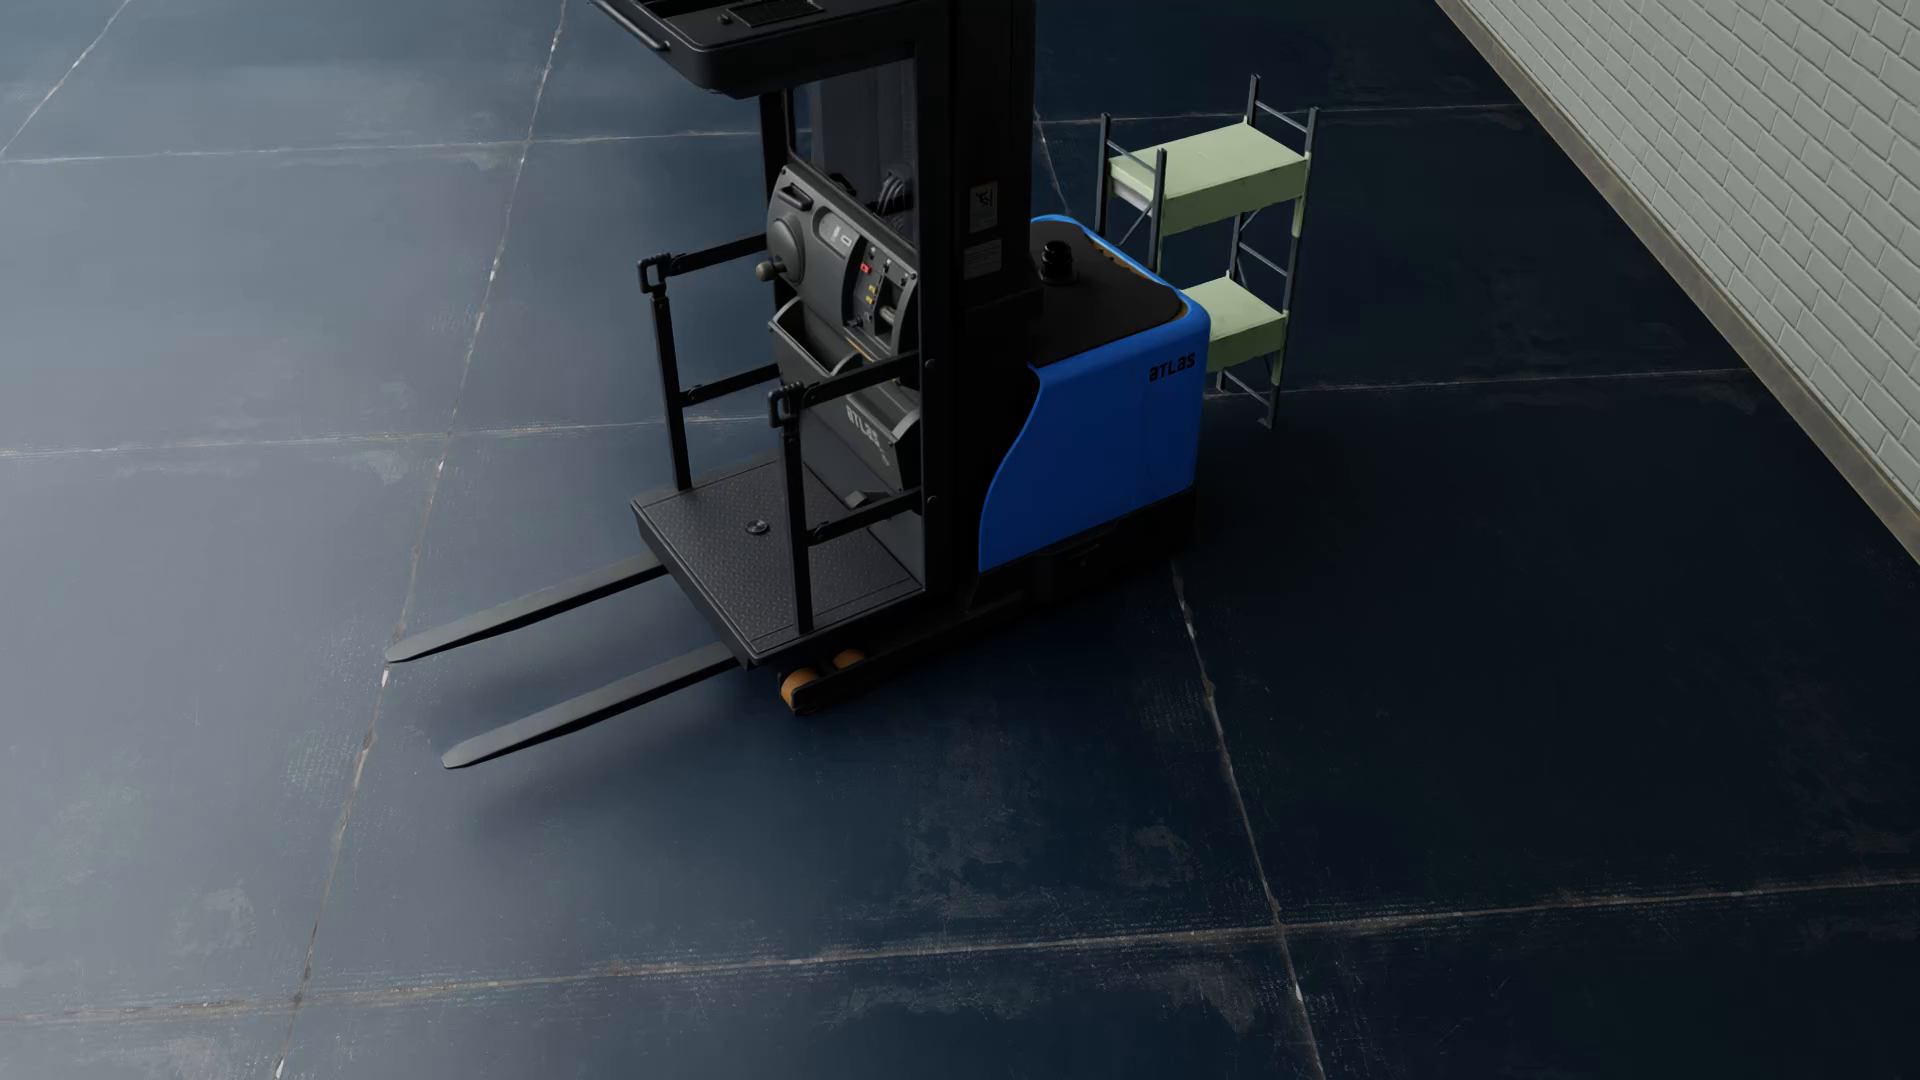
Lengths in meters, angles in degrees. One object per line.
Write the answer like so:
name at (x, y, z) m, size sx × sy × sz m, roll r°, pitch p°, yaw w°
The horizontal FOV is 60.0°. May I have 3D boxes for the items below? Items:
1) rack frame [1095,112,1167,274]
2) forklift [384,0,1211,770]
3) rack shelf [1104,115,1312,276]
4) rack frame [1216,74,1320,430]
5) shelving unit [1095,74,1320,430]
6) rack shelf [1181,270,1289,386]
rack frame at (0.656, -0.954, 6.748) m, size 0.023 × 1.500 × 0.400 m, roll -20°, pitch 43°, yaw -24°
forklift at (-0.582, -0.903, 5.528) m, size 3.031 × 2.935 × 1.130 m, roll -21°, pitch 43°, yaw -25°
rack shelf at (0.971, -1.376, 6.653) m, size 0.720 × 0.370 × 0.431 m, roll -20°, pitch 43°, yaw -24°
rack frame at (1.286, -1.185, 7.041) m, size 0.023 × 1.500 × 0.400 m, roll -20°, pitch 43°, yaw -24°
shelving unit at (0.971, -1.069, 6.894) m, size 0.755 × 1.500 × 0.431 m, roll -20°, pitch 43°, yaw -24°
rack shelf at (0.971, -0.813, 7.096) m, size 0.720 × 0.370 × 0.431 m, roll -20°, pitch 43°, yaw -24°
